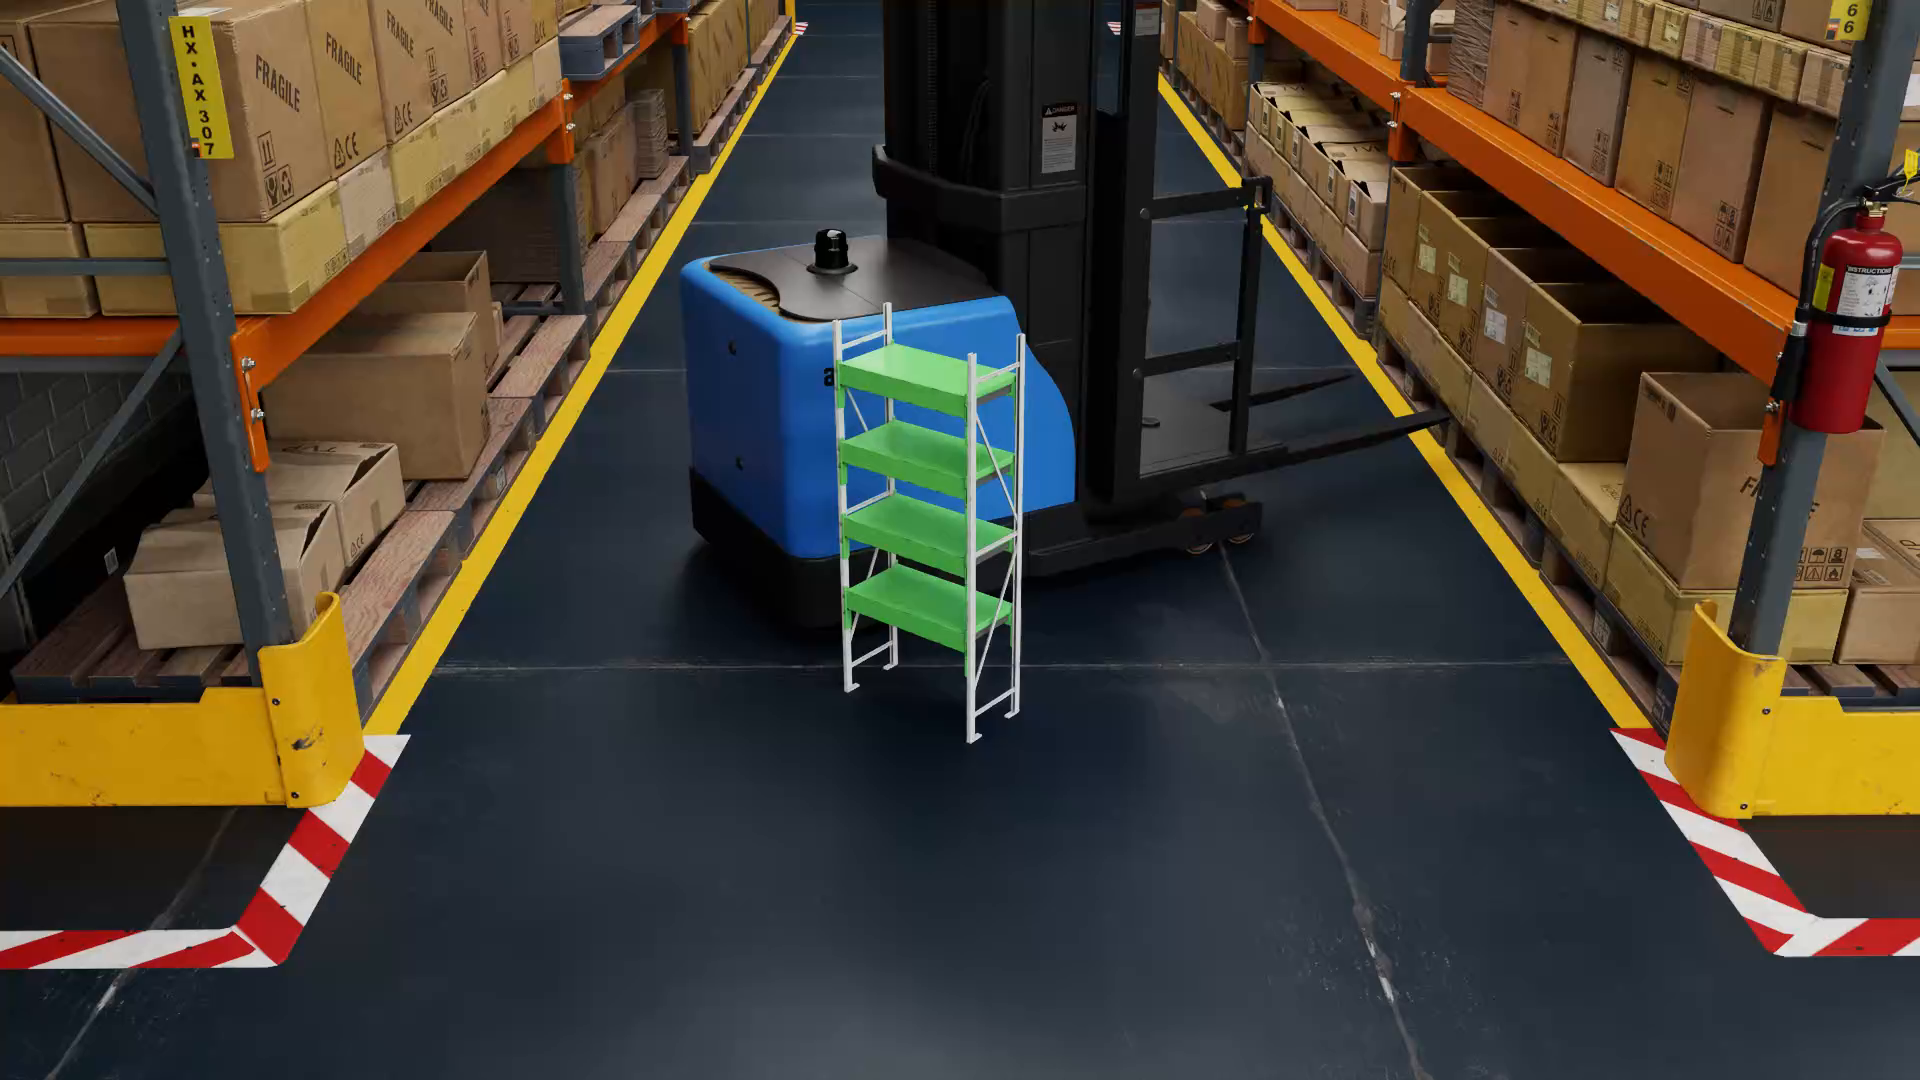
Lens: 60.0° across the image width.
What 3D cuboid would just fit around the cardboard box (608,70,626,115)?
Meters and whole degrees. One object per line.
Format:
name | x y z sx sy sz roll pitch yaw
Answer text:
cardboard box | -2.409 -2.830 10.457 0.500 0.250 0.500 0 24 0

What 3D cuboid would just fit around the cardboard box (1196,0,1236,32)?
cardboard box | 2.270 -4.421 13.976 0.500 0.250 0.500 0 24 0

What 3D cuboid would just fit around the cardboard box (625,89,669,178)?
cardboard box | -2.353 -2.724 11.132 0.700 0.500 0.500 0 24 0

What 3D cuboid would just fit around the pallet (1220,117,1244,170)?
pallet | 2.570 -3.020 12.671 1.003 0.211 1.213 0 24 -1

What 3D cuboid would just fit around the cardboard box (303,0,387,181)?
cardboard box | -2.025 -1.346 4.835 0.500 0.500 0.500 0 24 0

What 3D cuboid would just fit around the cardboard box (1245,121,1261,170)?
cardboard box | 2.253 -2.704 11.415 0.500 0.250 0.500 0 24 -1

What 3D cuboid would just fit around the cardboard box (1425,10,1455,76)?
cardboard box | 2.535 -2.469 8.250 0.500 0.250 0.500 1 24 3

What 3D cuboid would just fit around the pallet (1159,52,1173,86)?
pallet | 2.491 -4.643 16.260 1.003 0.211 1.213 0 24 -1

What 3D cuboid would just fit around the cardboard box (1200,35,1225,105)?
cardboard box | 2.279 -3.858 13.639 0.500 0.500 0.500 -1 24 -3

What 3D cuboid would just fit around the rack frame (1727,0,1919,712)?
rack frame | 2.628 -0.686 4.127 1.000 3.000 0.127 0 24 -1

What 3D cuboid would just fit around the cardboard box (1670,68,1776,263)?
cardboard box | 2.625 -1.140 5.010 0.700 0.500 0.500 0 24 1

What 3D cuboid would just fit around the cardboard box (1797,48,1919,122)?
cardboard box | 2.433 -1.184 4.319 0.380 0.149 0.250 -1 24 -1

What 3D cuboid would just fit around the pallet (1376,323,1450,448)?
pallet | 2.551 -0.736 7.621 1.003 0.211 1.213 0 24 -1

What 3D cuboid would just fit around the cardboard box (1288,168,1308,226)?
cardboard box | 2.276 -2.071 10.017 0.500 0.250 0.500 0 24 1

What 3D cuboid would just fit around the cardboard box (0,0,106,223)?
cardboard box | -2.543 -1.138 4.374 0.500 0.500 0.500 -1 24 -1

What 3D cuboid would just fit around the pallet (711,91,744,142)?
pallet | -2.356 -3.515 13.765 1.003 0.211 1.213 0 24 -1

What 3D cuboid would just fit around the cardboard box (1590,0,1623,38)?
cardboard box | 2.414 -1.823 5.732 0.380 0.149 0.250 -1 24 -1

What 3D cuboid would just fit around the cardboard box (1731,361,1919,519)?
cardboard box | 2.837 -0.394 5.399 0.500 0.500 0.500 0 24 -1

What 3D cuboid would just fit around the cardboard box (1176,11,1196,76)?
cardboard box | 2.259 -4.492 15.041 0.500 0.500 0.500 -1 24 -3

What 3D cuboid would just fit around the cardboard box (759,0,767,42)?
cardboard box | -2.367 -5.387 17.044 0.700 0.500 0.500 0 24 1

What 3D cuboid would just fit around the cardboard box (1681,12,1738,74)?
cardboard box | 2.426 -1.501 5.019 0.380 0.149 0.250 0 24 0

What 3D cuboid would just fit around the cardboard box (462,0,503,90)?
cardboard box | -2.049 -1.986 6.249 0.500 0.500 0.500 -1 24 -2

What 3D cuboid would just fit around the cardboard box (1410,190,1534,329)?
cardboard box | 2.290 -1.216 7.216 0.500 0.500 0.500 0 24 -1

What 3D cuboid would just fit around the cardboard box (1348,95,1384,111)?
cardboard box | 2.805 -2.748 10.832 0.500 0.311 0.500 -1 24 -1

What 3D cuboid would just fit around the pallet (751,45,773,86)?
pallet | -2.386 -4.650 16.275 1.003 0.211 1.213 0 24 -1

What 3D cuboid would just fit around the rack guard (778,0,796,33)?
rack guard | -2.500 -6.126 19.189 1.175 0.500 0.348 0 24 -1

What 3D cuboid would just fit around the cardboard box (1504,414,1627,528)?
cardboard box | 2.302 -0.256 6.003 0.500 0.250 0.500 0 24 -1

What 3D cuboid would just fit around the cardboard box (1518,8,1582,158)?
cardboard box | 2.609 -1.773 6.409 0.700 0.500 0.500 0 24 0

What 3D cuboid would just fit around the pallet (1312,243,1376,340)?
pallet | 2.537 -1.367 9.017 1.003 0.211 1.213 0 24 -1

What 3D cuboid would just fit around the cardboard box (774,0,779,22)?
cardboard box | -2.392 -6.020 18.443 0.700 0.500 0.500 0 24 -1

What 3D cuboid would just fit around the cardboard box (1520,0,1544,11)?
cardboard box | 2.406 -2.143 6.439 0.380 0.149 0.250 -1 24 -2

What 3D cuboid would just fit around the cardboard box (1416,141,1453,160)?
cardboard box | 2.822 -2.119 9.442 0.500 0.311 0.500 -1 24 -2

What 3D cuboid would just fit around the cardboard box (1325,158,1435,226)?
cardboard box | 2.281 -1.908 8.976 0.500 0.311 0.500 0 24 1

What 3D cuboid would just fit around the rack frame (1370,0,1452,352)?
rack frame | 2.584 -2.334 7.771 1.000 3.000 0.127 0 24 -1

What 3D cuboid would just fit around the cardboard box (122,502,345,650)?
cardboard box | -2.243 0.077 5.169 0.500 0.311 0.500 -3 25 -7

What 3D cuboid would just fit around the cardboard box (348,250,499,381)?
cardboard box | -2.318 -0.944 7.198 0.500 0.500 0.500 -2 24 -5

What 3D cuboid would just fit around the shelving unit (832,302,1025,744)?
shelving unit | -0.091 -0.047 4.899 0.503 1.200 0.258 18 30 35

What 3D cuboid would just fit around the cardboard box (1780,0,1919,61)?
cardboard box | 2.635 -1.537 4.313 0.700 0.500 0.500 0 24 0

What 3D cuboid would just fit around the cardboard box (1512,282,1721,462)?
cardboard box | 2.299 -0.598 5.849 0.500 0.500 0.500 0 24 -1

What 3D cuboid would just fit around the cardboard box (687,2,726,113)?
cardboard box | -2.293 -3.835 13.189 0.750 0.750 0.750 0 24 -1

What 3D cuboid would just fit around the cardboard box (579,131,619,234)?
cardboard box | -2.415 -2.098 9.749 0.700 0.500 0.500 0 24 0

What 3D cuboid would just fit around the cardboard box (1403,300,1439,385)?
cardboard box | 2.287 -0.874 7.370 0.500 0.250 0.500 0 24 -1

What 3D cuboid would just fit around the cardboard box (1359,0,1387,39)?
cardboard box | 2.581 -3.120 9.387 0.500 0.500 0.500 0 24 0

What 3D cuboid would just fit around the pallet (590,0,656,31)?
pallet | -2.350 -3.056 9.599 1.003 0.211 1.213 0 24 -1

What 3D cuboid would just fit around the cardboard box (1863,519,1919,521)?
cardboard box | 2.835 -0.053 5.553 0.500 0.250 0.500 0 24 -1

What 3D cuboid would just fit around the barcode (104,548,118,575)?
barcode | -2.643 0.067 5.179 0.001 0.075 0.075 0 24 -1

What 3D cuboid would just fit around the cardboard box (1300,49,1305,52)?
cardboard box | 2.810 -3.655 13.191 0.500 0.500 0.500 -1 24 -1

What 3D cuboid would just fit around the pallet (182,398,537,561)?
pallet | -2.310 -0.259 6.567 1.003 0.211 1.213 0 24 -1

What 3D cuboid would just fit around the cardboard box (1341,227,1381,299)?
cardboard box | 2.290 -1.442 8.626 0.500 0.250 0.500 0 24 -1

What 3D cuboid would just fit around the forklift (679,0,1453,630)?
forklift | 0.546 -1.461 5.923 3.031 2.935 1.130 -13 27 -26

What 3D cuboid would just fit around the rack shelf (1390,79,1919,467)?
rack shelf | 2.606 -1.182 6.097 1.077 0.370 4.000 0 24 -1

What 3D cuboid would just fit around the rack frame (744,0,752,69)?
rack frame | -2.456 -5.607 15.007 1.000 3.000 0.127 0 24 -1

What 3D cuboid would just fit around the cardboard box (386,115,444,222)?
cardboard box | -2.033 -1.229 5.486 0.500 0.250 0.500 -1 24 -1

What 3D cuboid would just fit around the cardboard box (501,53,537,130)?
cardboard box | -2.064 -1.852 6.863 0.500 0.250 0.500 0 24 0

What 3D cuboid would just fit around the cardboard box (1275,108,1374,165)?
cardboard box | 2.270 -2.533 10.357 0.500 0.311 0.500 -1 24 -2

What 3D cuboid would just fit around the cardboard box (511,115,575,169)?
cardboard box | -2.402 -2.198 9.060 0.500 0.250 0.500 -1 24 -2

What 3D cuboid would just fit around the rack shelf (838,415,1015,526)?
rack shelf | -0.091 -0.208 4.826 0.480 0.148 0.258 18 30 35

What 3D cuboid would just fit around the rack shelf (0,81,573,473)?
rack shelf | -2.347 -1.159 6.045 1.077 0.370 4.000 0 24 -1

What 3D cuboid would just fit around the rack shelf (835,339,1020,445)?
rack shelf | -0.091 -0.427 4.727 0.480 0.148 0.258 18 30 35

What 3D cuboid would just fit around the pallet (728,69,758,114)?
pallet | -2.372 -4.019 14.880 1.003 0.211 1.213 0 24 -1
